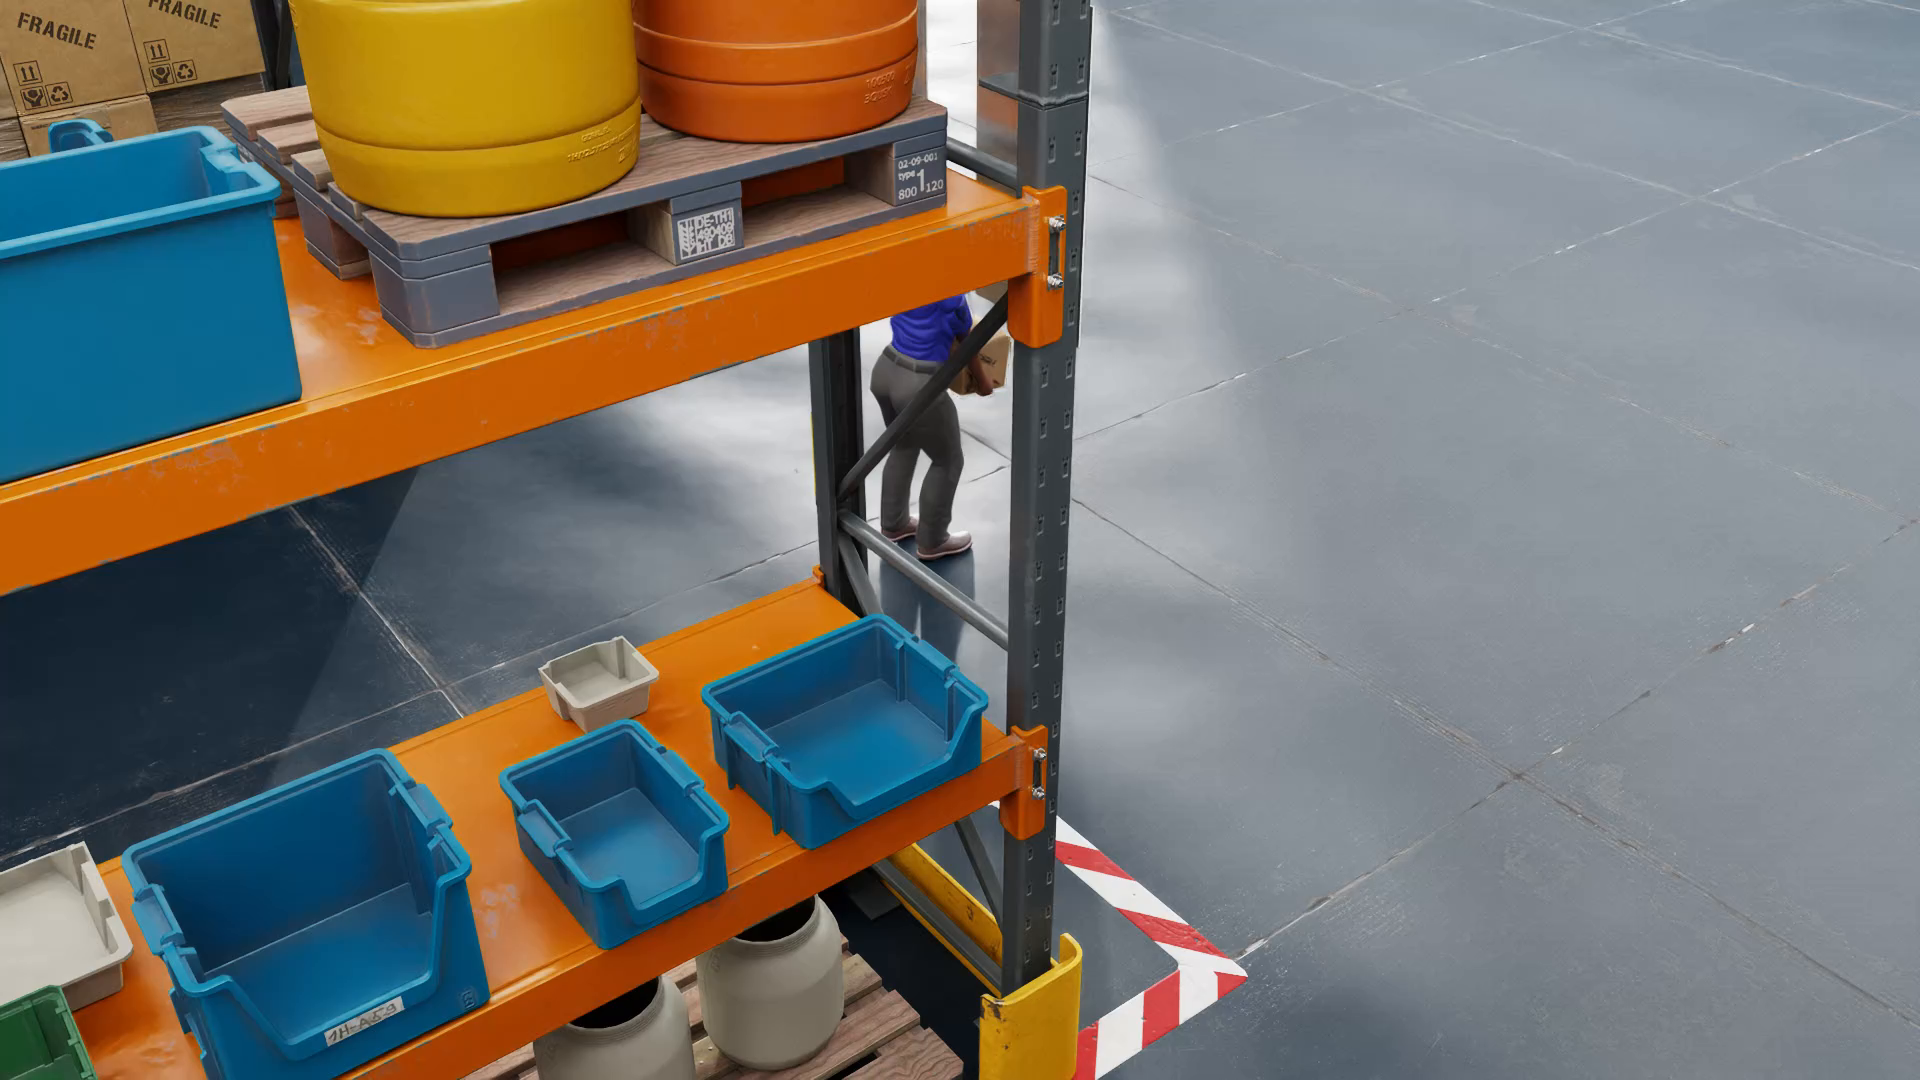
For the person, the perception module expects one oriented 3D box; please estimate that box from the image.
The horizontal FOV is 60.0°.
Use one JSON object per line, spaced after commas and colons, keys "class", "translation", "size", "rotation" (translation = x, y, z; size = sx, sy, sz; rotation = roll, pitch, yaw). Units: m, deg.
{"class": "person", "translation": [-0.125, -0.694, 7.266], "size": [0.539, 1.637, 0.411], "rotation": [-23, 39, -32]}
